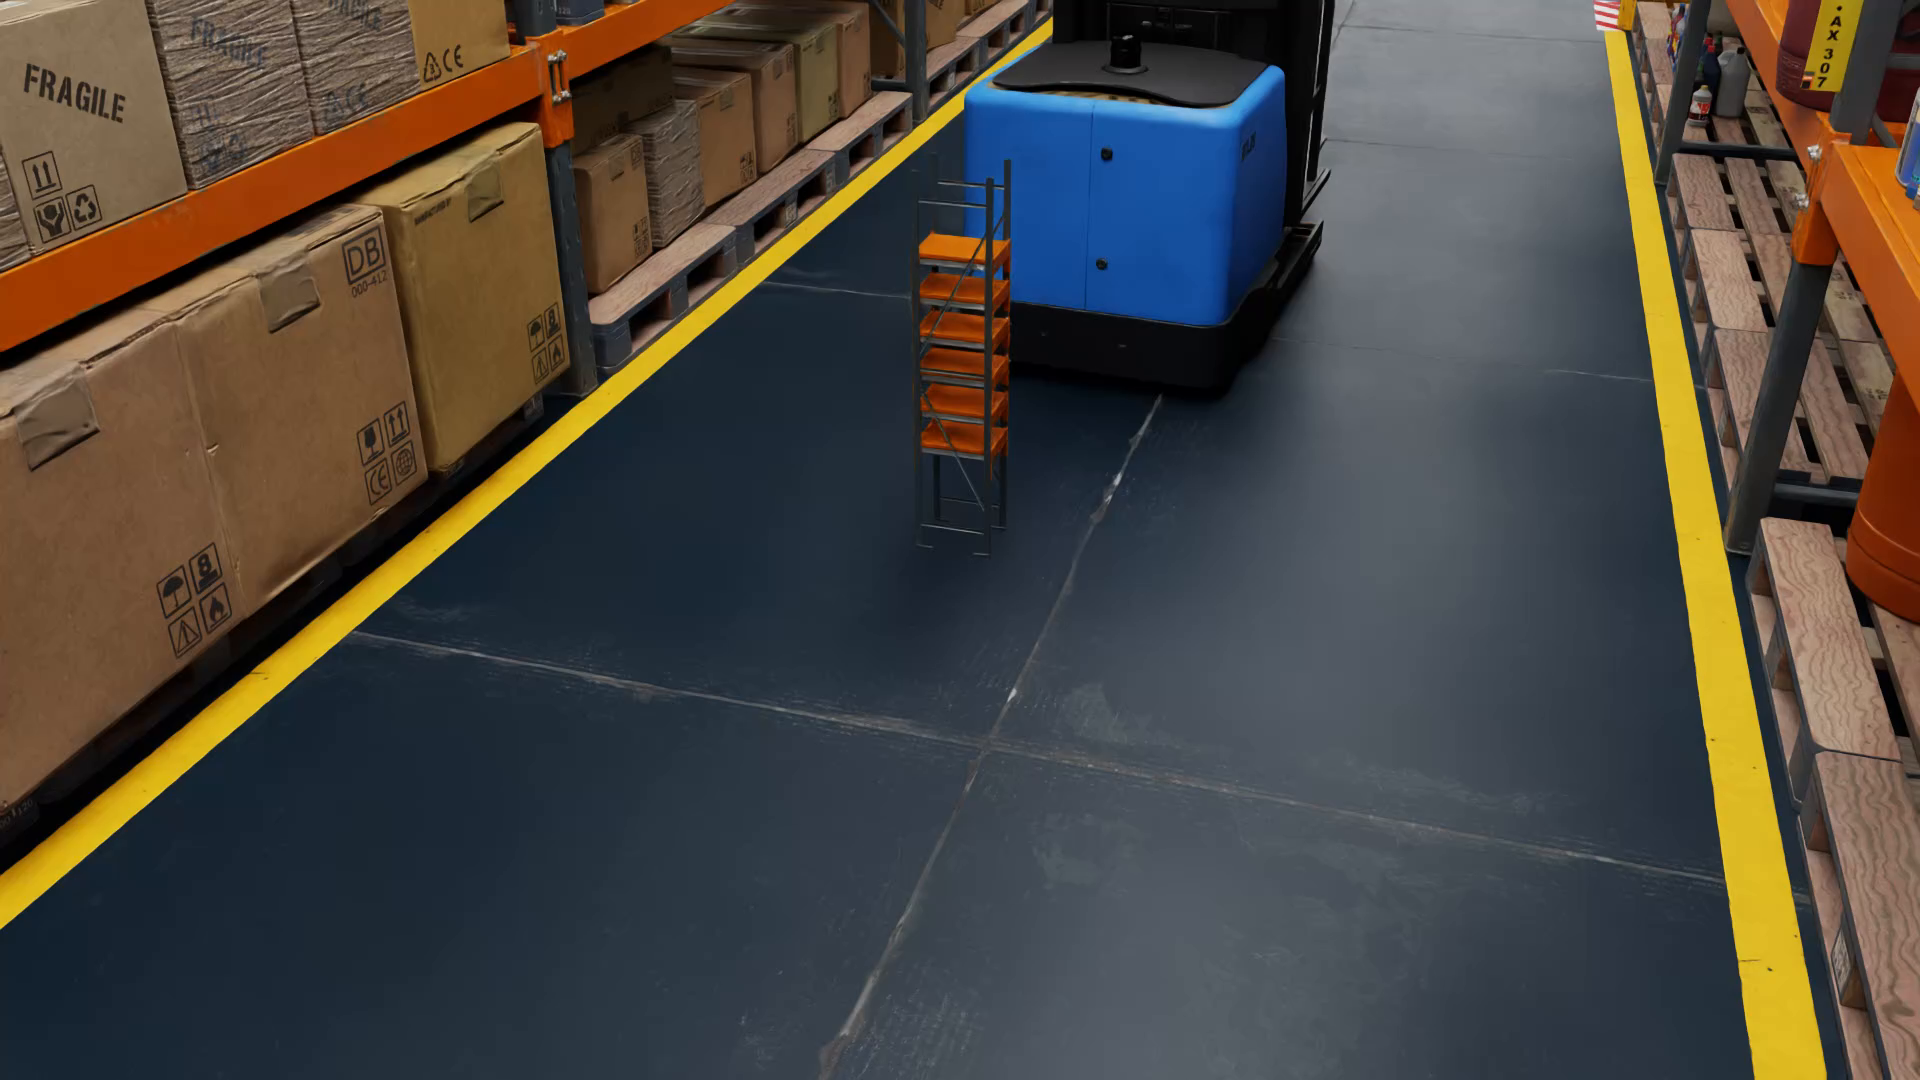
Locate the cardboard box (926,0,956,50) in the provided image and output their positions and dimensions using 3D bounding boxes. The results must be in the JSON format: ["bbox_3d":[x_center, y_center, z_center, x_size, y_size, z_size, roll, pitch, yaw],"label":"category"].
[{"bbox_3d":[-0.370,-3.326,10.283,0.500,0.500,0.500,19,34,30],"label":"cardboard box"}]

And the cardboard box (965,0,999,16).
[{"bbox_3d":[-0.056,-3.879,11.277,0.500,0.500,0.500,11,31,20],"label":"cardboard box"}]

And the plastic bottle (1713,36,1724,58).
[{"bbox_3d":[4.219,-2.663,9.293,0.061,0.283,0.133,8,30,15],"label":"plastic bottle"}]

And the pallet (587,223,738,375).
[{"bbox_3d":[-1.630,-1.073,6.962,1.003,0.211,1.213,8,30,15],"label":"pallet"}]

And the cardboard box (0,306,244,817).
[{"bbox_3d":[-2.604,-0.041,3.991,1.225,0.875,0.875,7,30,13],"label":"cardboard box"}]

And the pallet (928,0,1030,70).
[{"bbox_3d":[-0.167,-3.455,11.244,1.003,0.211,1.213,8,30,15],"label":"pallet"}]

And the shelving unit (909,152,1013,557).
[{"bbox_3d":[0.004,-0.531,4.970,0.258,1.200,0.189,8,30,15],"label":"shelving unit"}]

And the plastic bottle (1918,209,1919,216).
[{"bbox_3d":[2.298,-0.870,3.848,0.061,0.283,0.133,8,30,15],"label":"plastic bottle"}]

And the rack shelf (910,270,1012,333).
[{"bbox_3d":[0.004,-0.702,4.875,0.258,0.103,0.180,8,30,15],"label":"rack shelf"}]

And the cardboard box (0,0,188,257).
[{"bbox_3d":[-2.220,-0.999,3.857,0.500,0.500,0.500,9,30,16],"label":"cardboard box"}]

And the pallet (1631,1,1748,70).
[{"bbox_3d":[5.002,-3.302,10.969,1.003,0.211,1.213,8,30,15],"label":"pallet"}]

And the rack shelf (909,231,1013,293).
[{"bbox_3d":[0.004,-0.807,4.817,0.258,0.103,0.180,8,30,15],"label":"rack shelf"}]

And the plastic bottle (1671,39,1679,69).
[{"bbox_3d":[4.233,-2.859,9.730,0.097,0.201,0.097,0,29,0],"label":"plastic bottle"}]

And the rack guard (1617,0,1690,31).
[{"bbox_3d":[5.245,-3.805,11.577,1.175,0.500,0.348,8,30,15],"label":"rack guard"}]

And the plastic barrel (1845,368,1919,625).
[{"bbox_3d":[2.747,-0.227,4.374,0.600,0.830,0.708,8,30,15],"label":"plastic barrel"}]

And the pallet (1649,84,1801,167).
[{"bbox_3d":[4.285,-2.169,8.931,1.003,0.211,1.213,8,30,15],"label":"pallet"}]

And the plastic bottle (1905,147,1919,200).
[{"bbox_3d":[2.378,-0.961,4.024,0.097,0.271,0.097,0,29,0],"label":"plastic bottle"}]

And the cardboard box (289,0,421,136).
[{"bbox_3d":[-1.920,-1.477,4.717,0.500,0.500,0.500,8,30,14],"label":"cardboard box"}]

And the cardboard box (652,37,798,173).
[{"bbox_3d":[-1.209,-2.126,8.105,0.700,0.500,0.500,6,30,11],"label":"cardboard box"}]

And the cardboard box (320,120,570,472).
[{"bbox_3d":[-2.083,-0.866,5.475,1.225,0.875,0.875,7,30,13],"label":"cardboard box"}]

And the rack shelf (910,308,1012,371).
[{"bbox_3d":[0.004,-0.597,4.934,0.258,0.103,0.180,8,30,15],"label":"rack shelf"}]

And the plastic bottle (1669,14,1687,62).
[{"bbox_3d":[4.292,-2.982,9.880,0.097,0.271,0.097,0,29,0],"label":"plastic bottle"}]

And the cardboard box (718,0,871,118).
[{"bbox_3d":[-0.887,-2.605,8.967,0.700,0.500,0.500,6,30,11],"label":"cardboard box"}]

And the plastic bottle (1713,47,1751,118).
[{"bbox_3d":[4.100,-2.435,8.815,0.144,0.351,0.185,8,30,15],"label":"plastic bottle"}]

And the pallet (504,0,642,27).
[{"bbox_3d":[-1.753,-2.191,6.301,1.213,0.211,1.003,8,30,15],"label":"pallet"}]

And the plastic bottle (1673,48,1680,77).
[{"bbox_3d":[4.173,-2.764,9.559,0.097,0.201,0.097,0,29,0],"label":"plastic bottle"}]

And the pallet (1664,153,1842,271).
[{"bbox_3d":[3.855,-1.492,7.715,1.003,0.211,1.213,8,30,15],"label":"pallet"}]

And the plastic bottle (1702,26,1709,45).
[{"bbox_3d":[4.113,-2.695,9.282,0.144,0.351,0.185,8,30,15],"label":"plastic bottle"}]

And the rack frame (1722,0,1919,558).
[{"bbox_3d":[2.874,-1.222,4.361,1.000,3.000,0.127,8,30,15],"label":"rack frame"}]

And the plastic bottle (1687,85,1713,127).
[{"bbox_3d":[3.857,-2.263,8.659,0.097,0.201,0.097,0,29,0],"label":"plastic bottle"}]

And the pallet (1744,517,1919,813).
[{"bbox_3d":[2.683,0.369,4.370,1.003,0.211,1.213,8,30,15],"label":"pallet"}]

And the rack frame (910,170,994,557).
[{"bbox_3d":[-0.023,-0.489,4.894,0.240,1.200,0.006,8,30,15],"label":"rack frame"}]

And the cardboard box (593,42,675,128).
[{"bbox_3d":[-1.546,-1.920,6.963,0.500,0.250,0.500,12,31,20],"label":"cardboard box"}]

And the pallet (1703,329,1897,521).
[{"bbox_3d":[3.139,-0.358,5.676,1.003,0.211,1.213,8,30,15],"label":"pallet"}]

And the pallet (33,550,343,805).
[{"bbox_3d":[-2.524,0.210,4.654,1.003,0.211,1.213,8,30,15],"label":"pallet"}]

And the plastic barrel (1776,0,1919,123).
[{"bbox_3d":[2.721,-1.540,4.794,0.600,0.536,0.708,8,30,15],"label":"plastic barrel"}]

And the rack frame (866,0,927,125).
[{"bbox_3d":[-0.686,-3.788,8.973,1.000,3.000,0.127,8,30,15],"label":"rack frame"}]

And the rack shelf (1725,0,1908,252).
[{"bbox_3d":[3.461,-1.837,6.207,1.077,0.370,4.000,8,30,15],"label":"rack shelf"}]

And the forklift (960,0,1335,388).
[{"bbox_3d":[1.006,-2.536,6.794,1.130,2.935,3.031,11,31,18],"label":"forklift"}]

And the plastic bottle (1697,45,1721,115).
[{"bbox_3d":[3.962,-2.456,8.852,0.144,0.351,0.185,8,30,14],"label":"plastic bottle"}]

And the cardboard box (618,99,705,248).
[{"bbox_3d":[-1.532,-1.603,7.164,0.700,0.500,0.500,6,30,11],"label":"cardboard box"}]

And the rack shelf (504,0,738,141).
[{"bbox_3d":[-1.273,-2.544,7.477,1.077,0.370,4.000,8,30,15],"label":"rack shelf"}]

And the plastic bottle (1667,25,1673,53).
[{"bbox_3d":[4.362,-3.063,10.097,0.097,0.201,0.097,0,29,0],"label":"plastic bottle"}]
